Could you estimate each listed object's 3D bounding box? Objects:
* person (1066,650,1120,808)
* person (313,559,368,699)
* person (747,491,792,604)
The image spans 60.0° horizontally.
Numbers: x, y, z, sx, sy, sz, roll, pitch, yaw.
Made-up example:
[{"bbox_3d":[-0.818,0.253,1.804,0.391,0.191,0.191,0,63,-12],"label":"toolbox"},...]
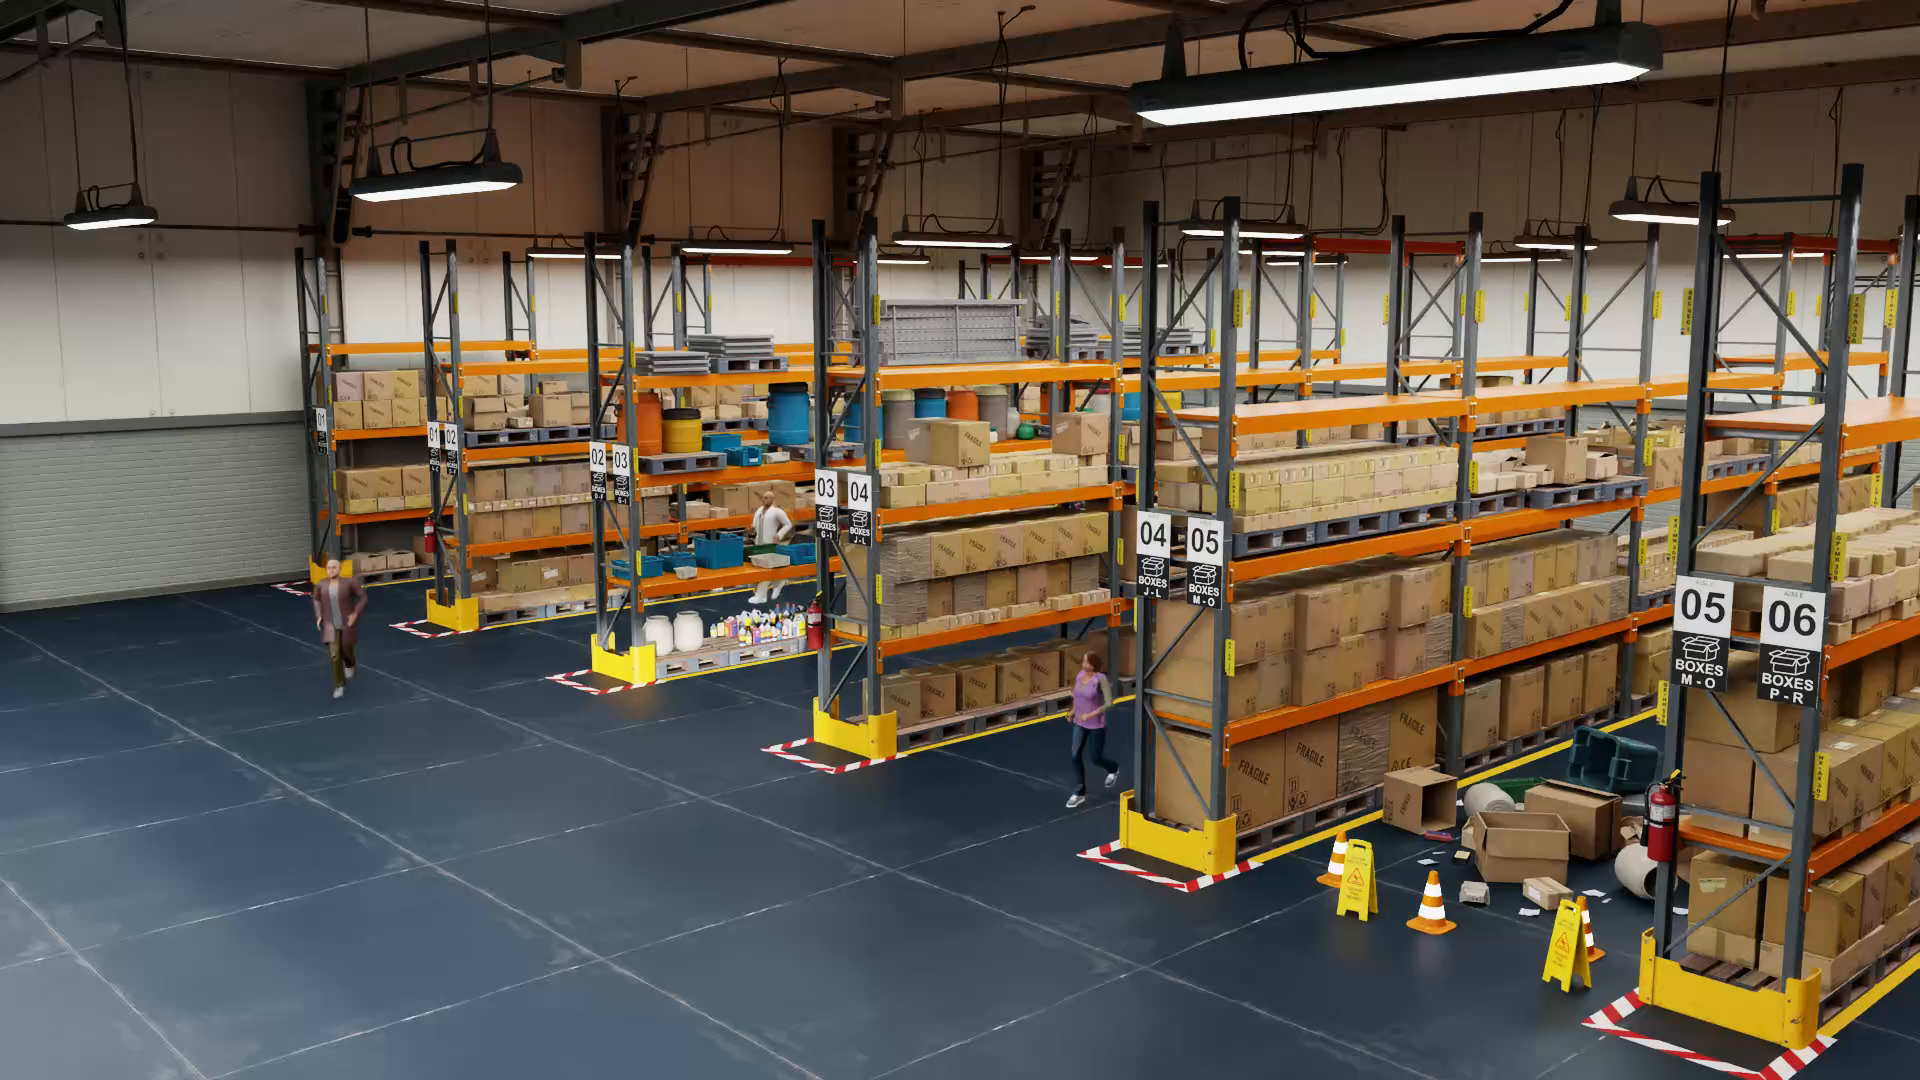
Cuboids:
[{"bbox_3d":[1.344,1.895,17.060,0.529,1.587,0.798,7,11,40],"label":"person"},{"bbox_3d":[-8.095,1.127,21.776,0.713,1.777,0.829,-1,8,-8],"label":"person"},{"bbox_3d":[-3.092,0.113,26.621,0.721,1.781,0.886,7,11,39],"label":"person"}]
